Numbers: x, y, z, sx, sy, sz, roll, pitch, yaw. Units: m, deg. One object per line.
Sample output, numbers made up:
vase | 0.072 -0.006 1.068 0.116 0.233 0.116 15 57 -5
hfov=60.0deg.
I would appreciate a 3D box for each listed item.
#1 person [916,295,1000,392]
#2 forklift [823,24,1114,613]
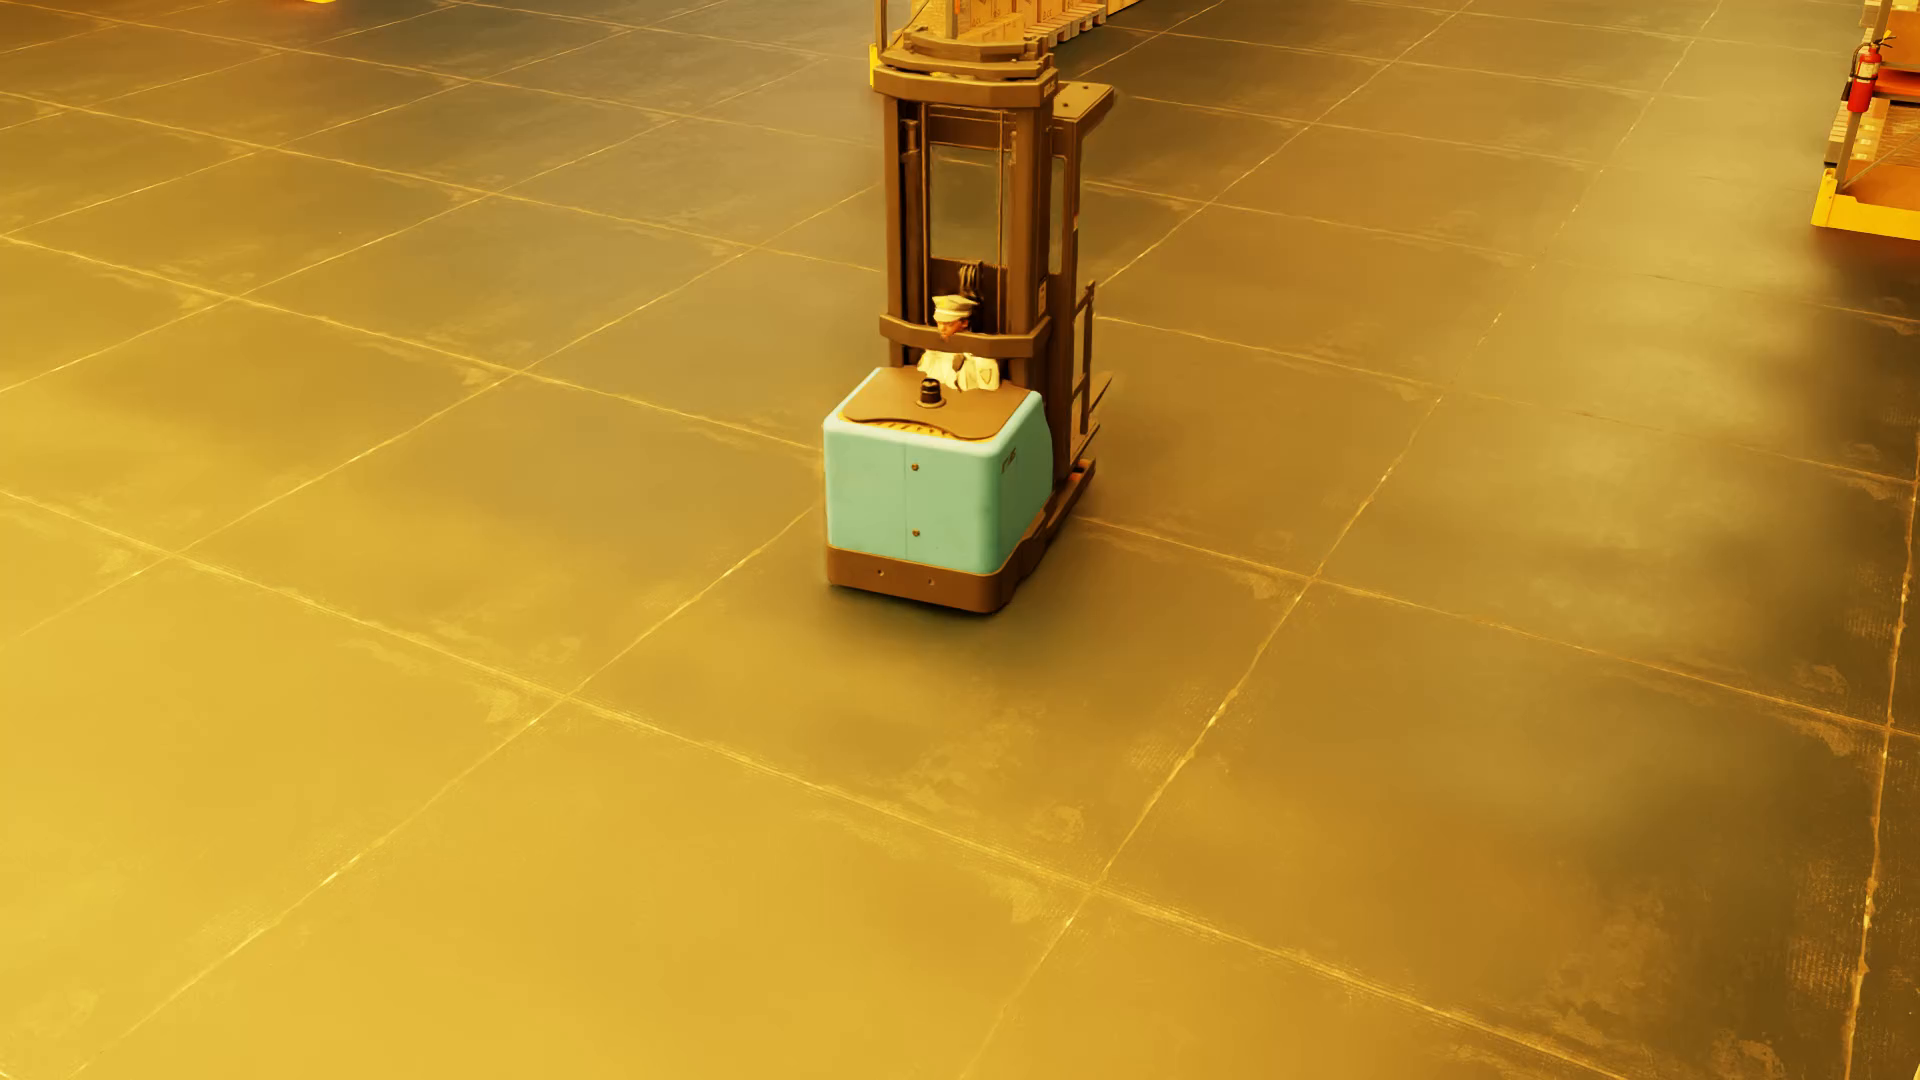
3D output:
person | -0.122 -0.630 9.491 0.692 1.595 0.563 23 37 34
forklift | 0.224 -1.592 9.828 1.130 2.935 3.031 10 32 17
